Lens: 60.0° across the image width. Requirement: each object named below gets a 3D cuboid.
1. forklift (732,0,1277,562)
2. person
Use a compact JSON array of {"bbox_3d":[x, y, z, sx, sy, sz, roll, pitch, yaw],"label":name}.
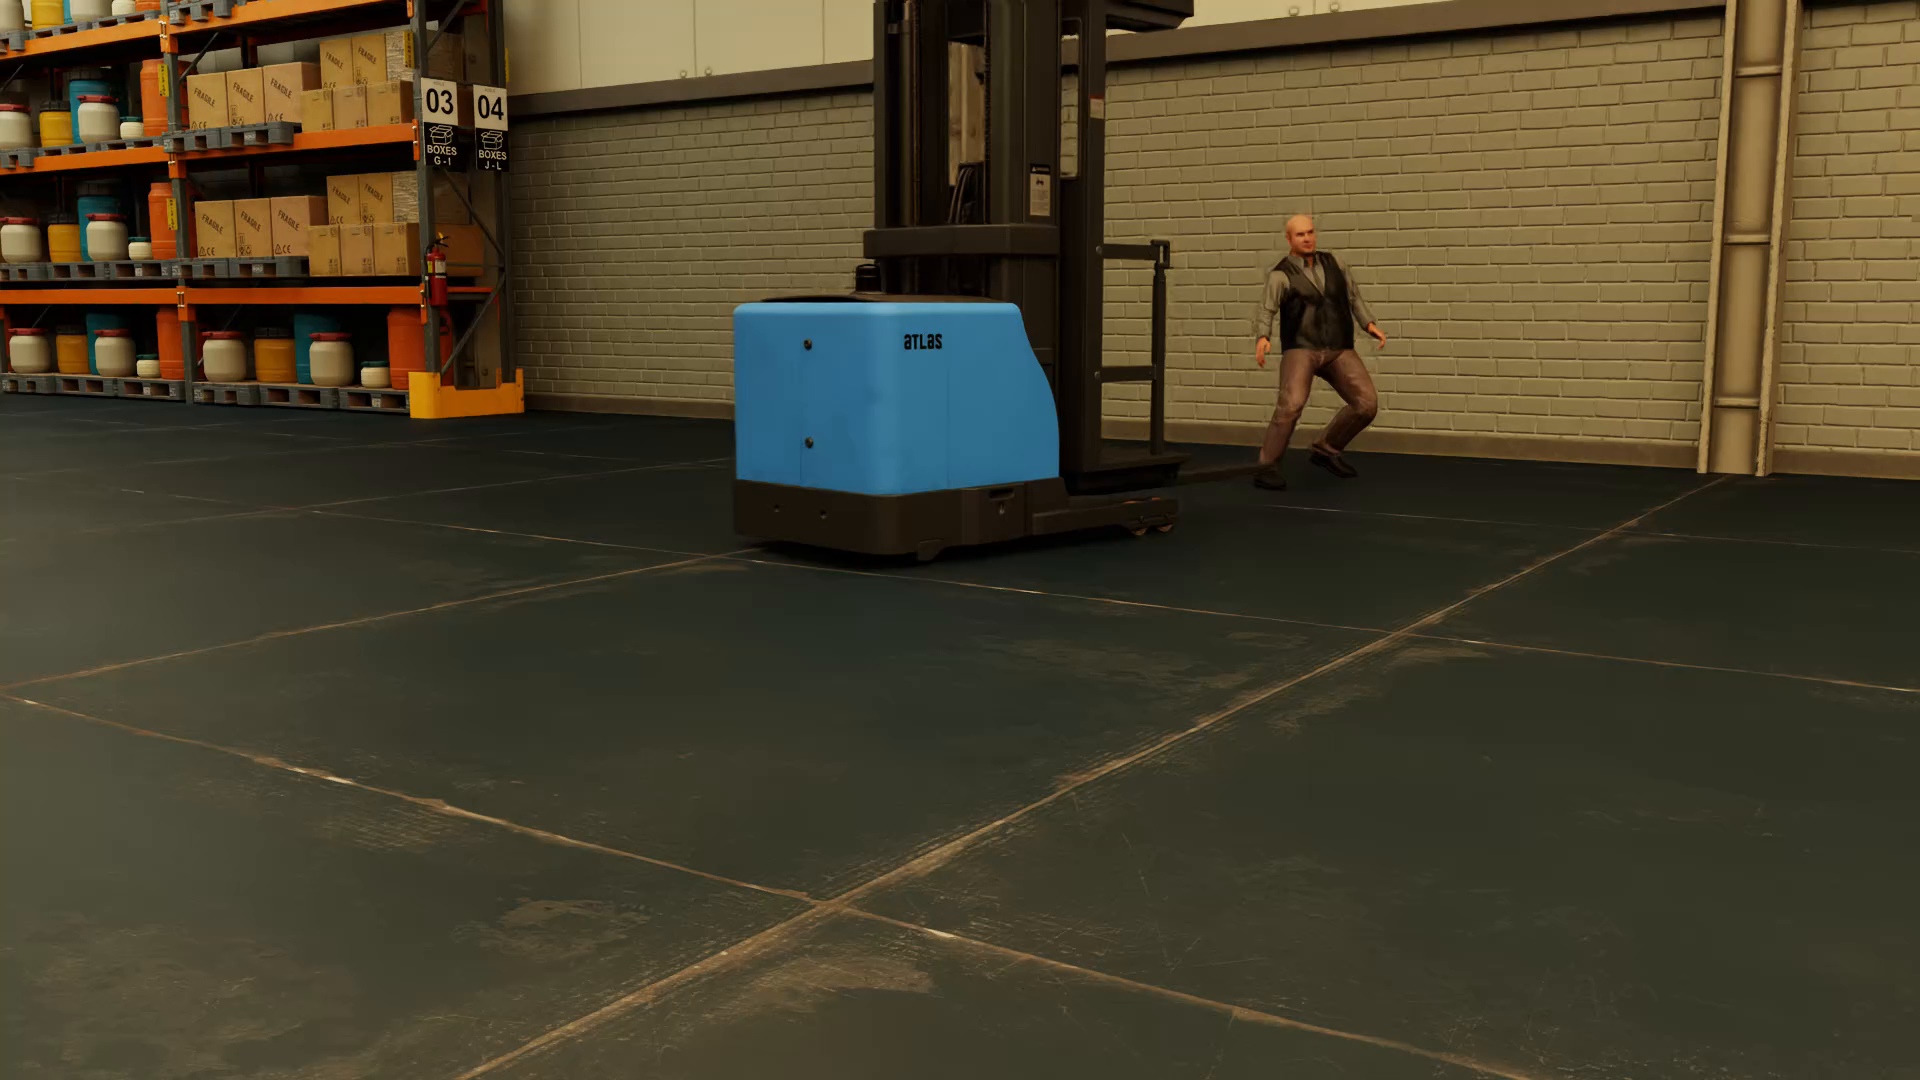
[{"bbox_3d":[0.391,-1.516,7.852,1.130,2.935,3.031,8,11,44],"label":"forklift"},{"bbox_3d":[2.062,-1.112,9.785,0.841,1.596,0.559,-2,8,-11],"label":"person"}]
